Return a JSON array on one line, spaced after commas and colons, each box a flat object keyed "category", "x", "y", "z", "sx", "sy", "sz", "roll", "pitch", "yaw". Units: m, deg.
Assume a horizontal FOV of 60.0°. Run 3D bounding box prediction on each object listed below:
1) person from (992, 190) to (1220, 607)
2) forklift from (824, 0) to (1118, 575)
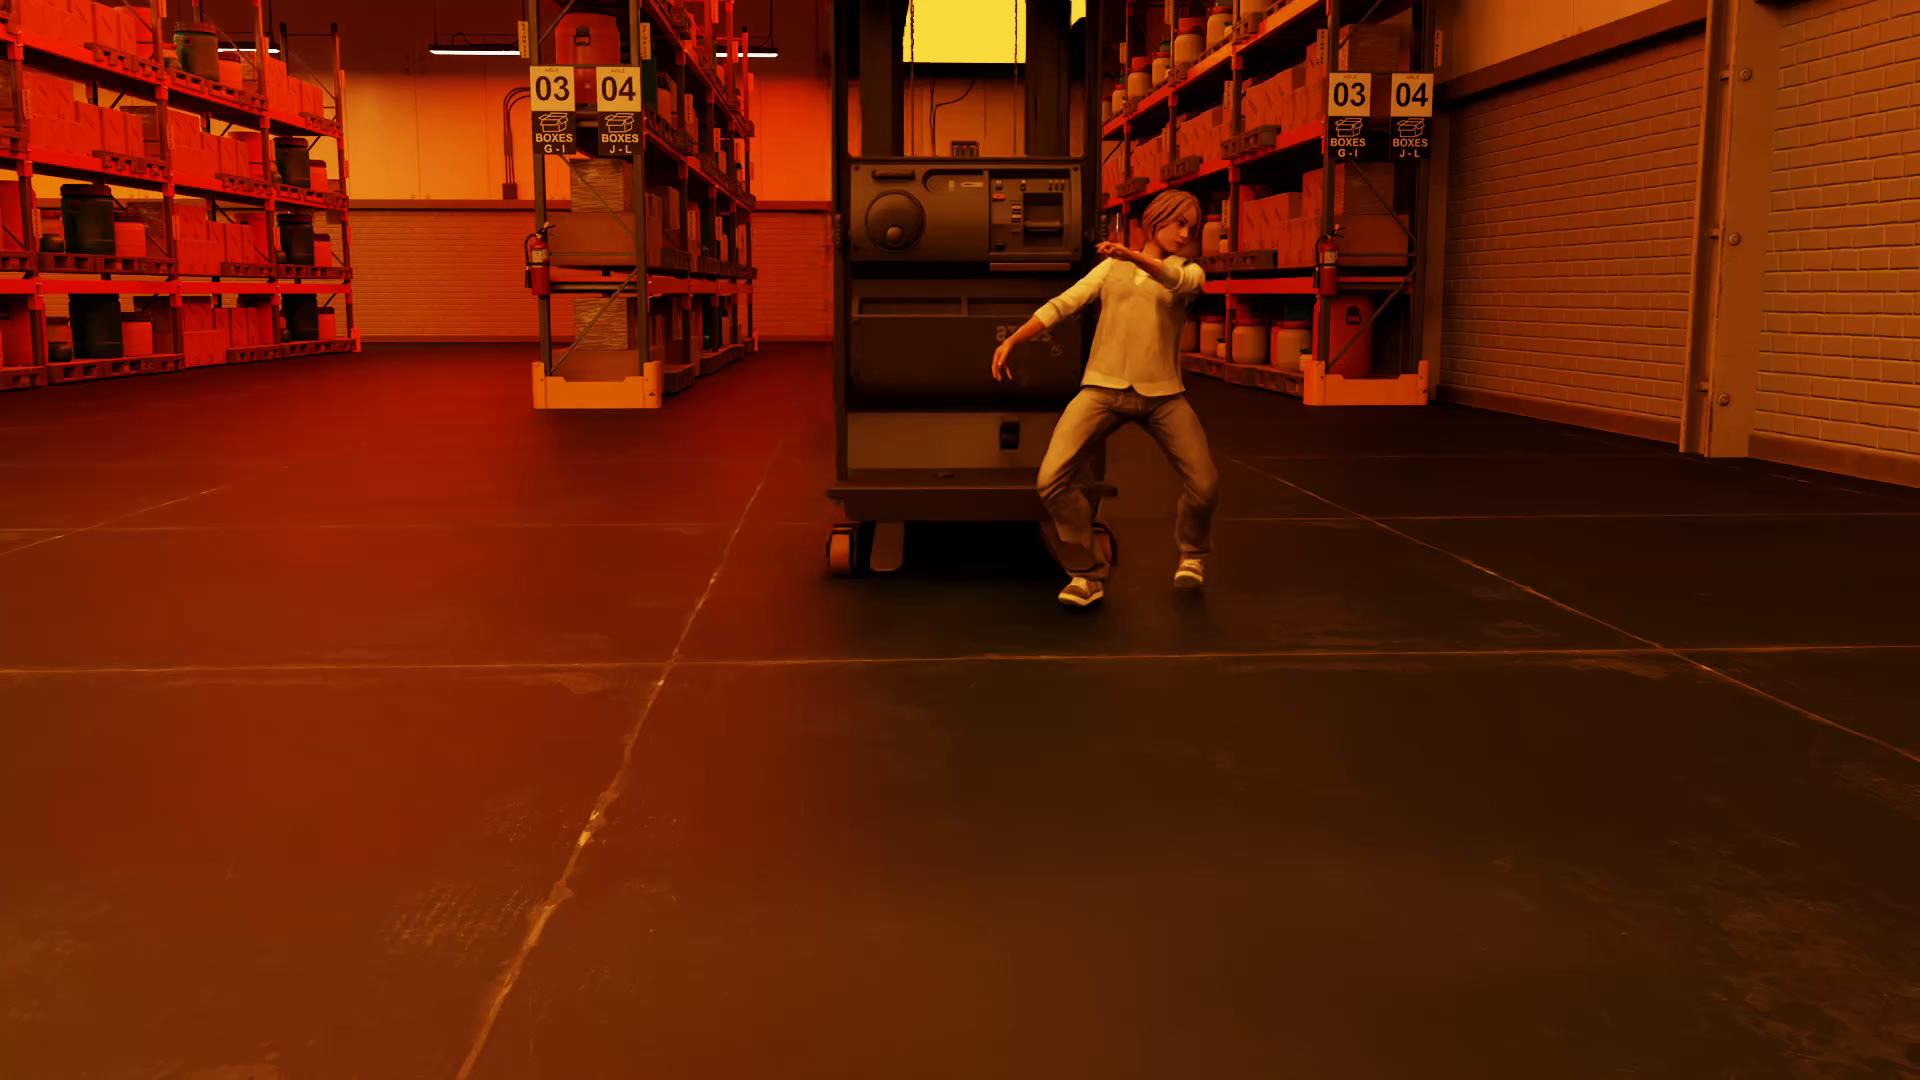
[{"category": "person", "x": 0.503, "y": -0.489, "z": 5.693, "sx": 0.784, "sy": 1.415, "sz": 0.749, "roll": 1, "pitch": 8, "yaw": 4}, {"category": "forklift", "x": 0.033, "y": -1.359, "z": 6.482, "sx": 1.130, "sy": 2.935, "sz": 3.031, "roll": 0, "pitch": 8, "yaw": -1}]
